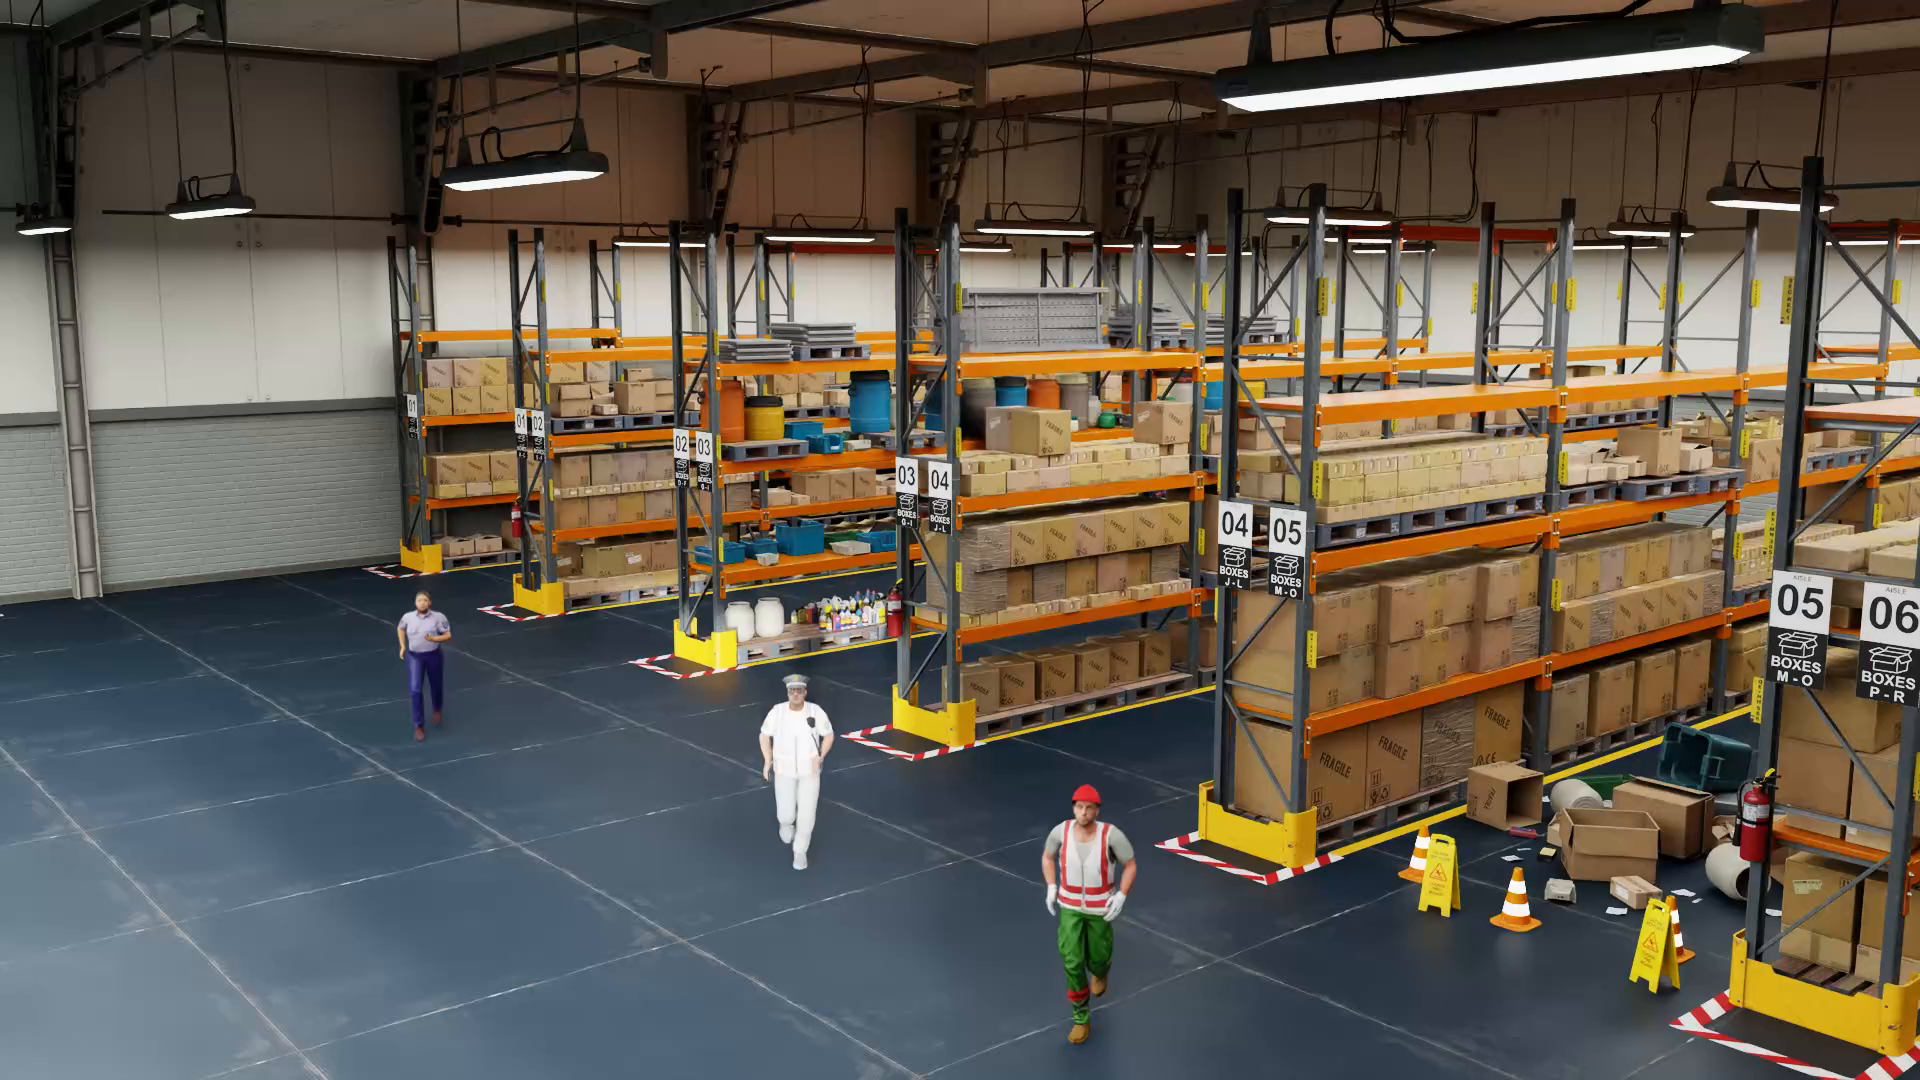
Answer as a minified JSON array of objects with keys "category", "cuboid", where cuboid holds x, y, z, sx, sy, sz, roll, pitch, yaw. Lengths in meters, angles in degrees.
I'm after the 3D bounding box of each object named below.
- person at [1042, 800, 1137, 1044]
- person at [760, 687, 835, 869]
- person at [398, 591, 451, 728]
[{"category":"person","cuboid":[0.889,2.569,11.599,0.678,1.712,0.725,2,9,11]},{"category":"person","cuboid":[-1.456,2.074,14.910,0.671,1.687,0.553,-1,9,-5]},{"category":"person","cuboid":[-6.168,1.347,19.189,0.594,1.556,0.768,-3,9,-16]}]
